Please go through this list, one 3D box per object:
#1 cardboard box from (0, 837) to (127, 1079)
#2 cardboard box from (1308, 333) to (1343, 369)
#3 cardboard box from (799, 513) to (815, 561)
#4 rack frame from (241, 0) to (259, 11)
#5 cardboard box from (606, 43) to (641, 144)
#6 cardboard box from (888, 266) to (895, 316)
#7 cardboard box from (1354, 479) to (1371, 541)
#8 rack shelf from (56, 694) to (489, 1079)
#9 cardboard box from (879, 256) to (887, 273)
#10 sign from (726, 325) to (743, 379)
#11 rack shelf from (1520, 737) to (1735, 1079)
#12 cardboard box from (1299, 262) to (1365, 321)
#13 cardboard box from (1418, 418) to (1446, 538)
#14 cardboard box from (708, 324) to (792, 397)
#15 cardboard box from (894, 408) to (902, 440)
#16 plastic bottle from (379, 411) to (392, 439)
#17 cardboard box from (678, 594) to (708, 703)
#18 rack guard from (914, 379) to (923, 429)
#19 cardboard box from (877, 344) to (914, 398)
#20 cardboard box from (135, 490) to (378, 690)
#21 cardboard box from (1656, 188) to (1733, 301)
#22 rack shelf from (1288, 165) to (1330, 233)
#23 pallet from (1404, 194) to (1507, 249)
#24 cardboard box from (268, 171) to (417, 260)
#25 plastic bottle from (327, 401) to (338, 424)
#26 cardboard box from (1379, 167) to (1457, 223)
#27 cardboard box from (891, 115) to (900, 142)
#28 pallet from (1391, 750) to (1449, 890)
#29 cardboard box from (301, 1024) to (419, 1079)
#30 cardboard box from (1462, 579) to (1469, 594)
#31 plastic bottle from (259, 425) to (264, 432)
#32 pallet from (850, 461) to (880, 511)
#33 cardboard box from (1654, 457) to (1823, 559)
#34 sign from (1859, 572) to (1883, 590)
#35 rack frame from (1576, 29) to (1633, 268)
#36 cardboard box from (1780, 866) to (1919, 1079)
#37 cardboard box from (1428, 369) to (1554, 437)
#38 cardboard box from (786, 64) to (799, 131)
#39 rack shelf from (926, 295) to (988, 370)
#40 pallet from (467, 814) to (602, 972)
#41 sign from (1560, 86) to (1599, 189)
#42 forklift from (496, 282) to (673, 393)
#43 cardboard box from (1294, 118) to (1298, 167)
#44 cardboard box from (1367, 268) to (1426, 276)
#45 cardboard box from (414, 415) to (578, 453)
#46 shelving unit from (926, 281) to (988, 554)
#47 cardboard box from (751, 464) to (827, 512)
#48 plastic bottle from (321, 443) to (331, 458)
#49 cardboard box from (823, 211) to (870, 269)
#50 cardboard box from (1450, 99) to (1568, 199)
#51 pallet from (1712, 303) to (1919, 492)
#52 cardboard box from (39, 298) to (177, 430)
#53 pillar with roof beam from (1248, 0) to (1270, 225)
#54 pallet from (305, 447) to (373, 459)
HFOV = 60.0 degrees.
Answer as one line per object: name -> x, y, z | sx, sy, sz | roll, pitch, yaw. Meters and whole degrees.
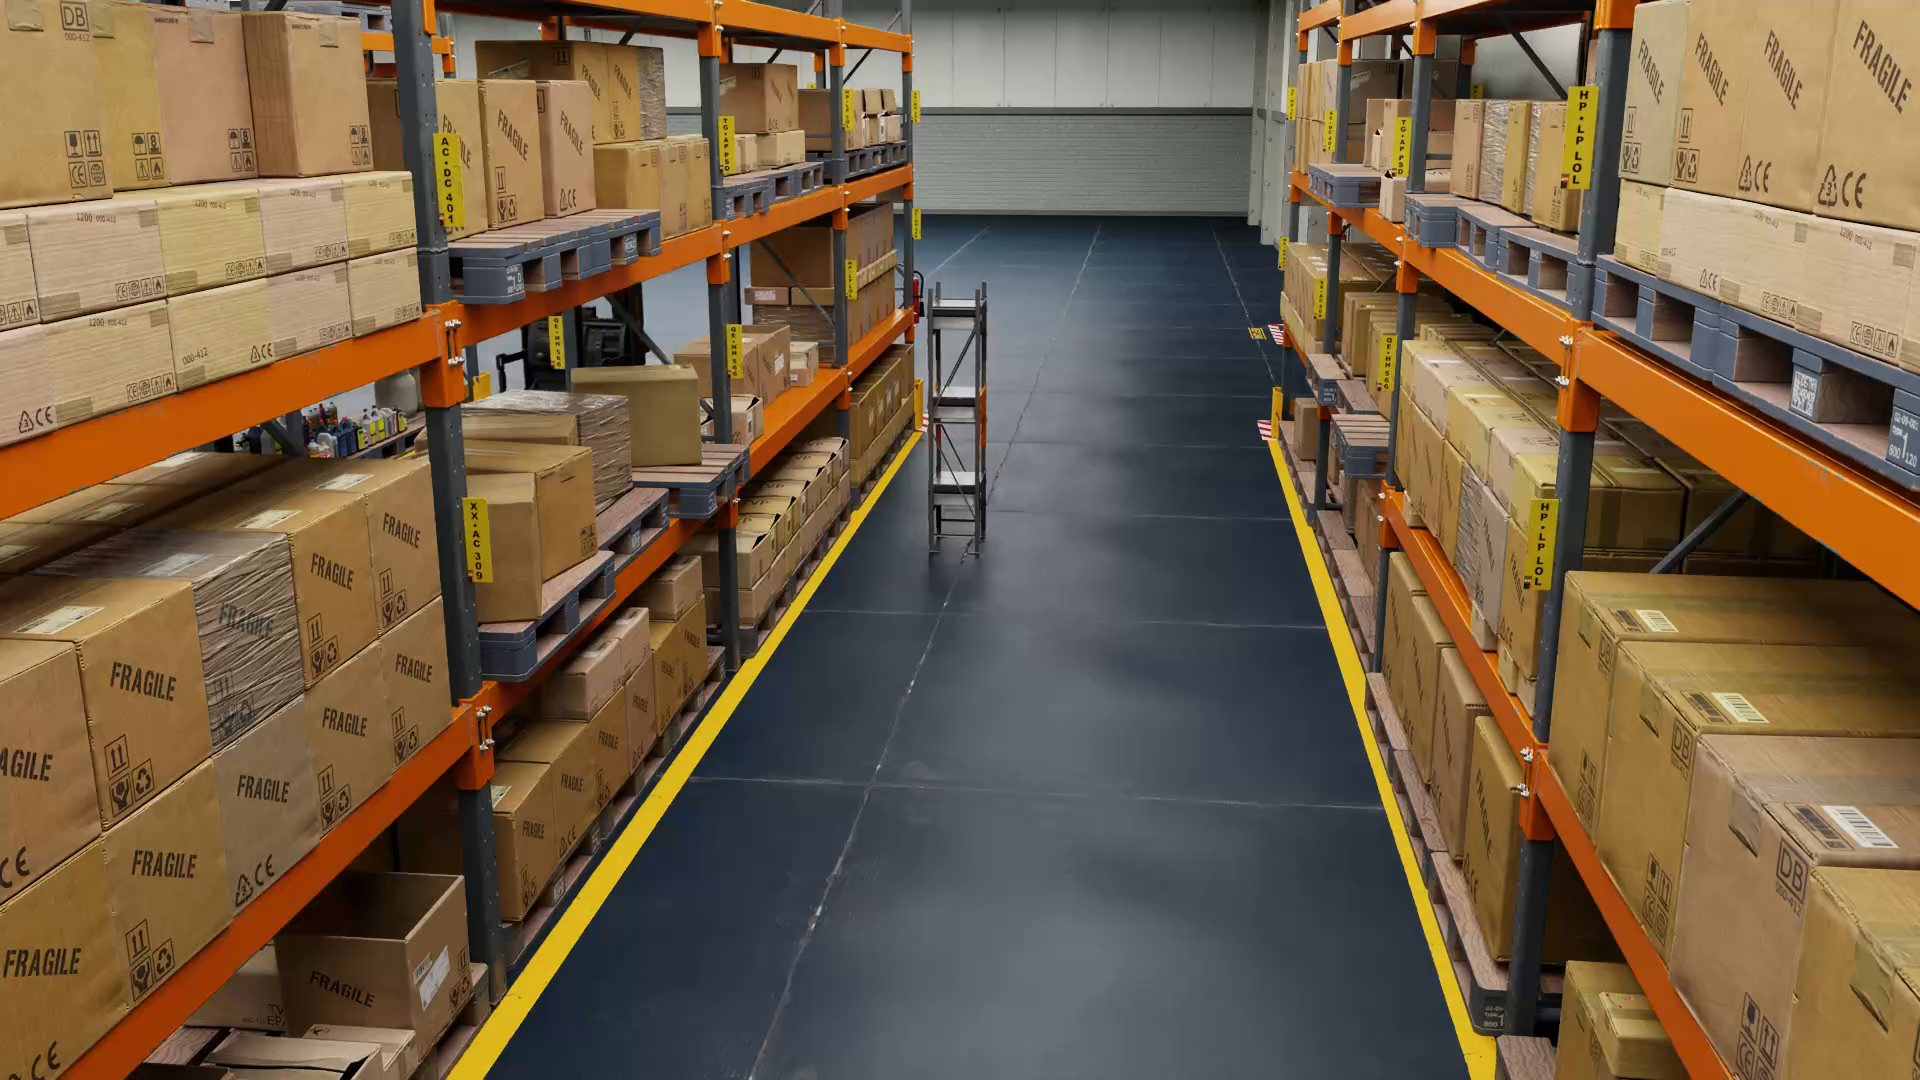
cardboard box -> -2.384, 1.023, 3.940 | 0.500, 0.500, 0.500 | 2, 15, 6
cardboard box -> 3.221, -1.593, 14.057 | 0.500, 0.250, 0.500 | 2, 15, 6
cardboard box -> -1.388, -0.033, 12.500 | 0.500, 0.250, 0.500 | 2, 15, 7
rack frame -> -6.375, -4.712, 13.849 | 1.000, 3.000, 0.127 | 2, 15, 6
cardboard box -> -2.018, -2.366, 8.810 | 0.500, 0.500, 0.500 | 2, 15, 6
cardboard box -> -1.068, -2.634, 17.466 | 0.700, 0.500, 0.500 | 2, 15, 6
cardboard box -> 3.393, -0.203, 12.613 | 0.700, 0.500, 0.500 | 1, 15, 5
rack shelf -> -2.582, 1.272, 4.591 | 1.077, 0.370, 4.000 | 2, 15, 6
cardboard box -> -0.944, -2.764, 16.703 | 0.380, 0.149, 0.250 | 2, 15, 7
sign -> -1.365, -1.139, 10.062 | 0.100, 0.325, 0.005 | 2, 15, 6
rack shelf -> 2.340, 1.416, 4.055 | 1.077, 0.370, 4.000 | 2, 15, 6
cardboard box -> 3.333, -2.215, 14.921 | 0.500, 0.500, 0.500 | 1, 15, 5
cardboard box -> 2.583, -0.306, 8.247 | 0.500, 0.500, 0.500 | 2, 15, 6
cardboard box -> -1.616, -1.382, 12.836 | 0.500, 0.500, 0.500 | 3, 15, 10
cardboard box -> -0.869, -1.175, 16.723 | 0.500, 0.250, 0.500 | 2, 15, 6
plastic bottle -> -5.767, -1.161, 16.586 | 0.152, 0.276, 0.135 | 1, 15, 5
cardboard box -> -1.778, 0.612, 9.599 | 0.500, 0.500, 0.500 | 2, 15, 8
rack guard -> -1.000, -1.506, 18.275 | 1.175, 0.500, 0.348 | 2, 15, 6
cardboard box -> -0.768, -1.796, 17.585 | 0.500, 0.500, 0.500 | 2, 15, 6
cardboard box -> -2.212, 0.146, 5.267 | 0.500, 0.500, 0.500 | 1, 15, 5
cardboard box -> 2.154, -0.773, 4.319 | 0.500, 0.250, 0.500 | 1, 15, 5
rack shelf -> 3.694, -3.144, 15.174 | 1.077, 0.370, 4.000 | 2, 15, 6
pallet -> 2.997, -1.675, 8.726 | 1.213, 0.211, 1.003 | 2, 15, 9
cardboard box -> -2.142, -1.077, 5.483 | 0.500, 0.250, 0.500 | 2, 15, 6
plastic bottle -> -6.438, -1.288, 17.063 | 0.097, 0.271, 0.097 | 0, 15, 0
cardboard box -> 2.830, -2.096, 10.054 | 0.500, 0.311, 0.500 | 2, 15, 6
cardboard box -> -0.871, -4.046, 16.348 | 0.500, 0.250, 0.500 | 2, 15, 6
pallet -> 2.713, 1.377, 8.166 | 1.003, 0.211, 1.213 | 2, 15, 6
cardboard box -> -2.122, 1.825, 5.787 | 0.380, 0.149, 0.250 | 2, 15, 6
cardboard box -> 2.551, 0.169, 7.732 | 0.380, 0.149, 0.250 | 2, 15, 8
plastic bottle -> -6.567, -0.975, 15.754 | 0.144, 0.351, 0.185 | 1, 15, 3
pallet -> -1.323, -0.528, 15.211 | 1.003, 0.211, 1.213 | 2, 15, 6
cardboard box -> 2.876, -0.125, 6.140 | 0.500, 0.250, 0.500 | 2, 15, 8
sign -> 3.117, 0.110, 5.697 | 0.100, 0.325, 0.005 | 2, 15, 6
rack frame -> 2.566, -2.346, 5.097 | 1.000, 3.000, 0.127 | 2, 15, 6
cardboard box -> 2.233, 1.122, 3.193 | 0.980, 0.700, 0.700 | 2, 15, 6
cardboard box -> 2.597, -0.671, 8.161 | 0.500, 0.250, 0.500 | 2, 15, 7
cardboard box -> -1.563, -3.451, 12.977 | 0.500, 0.500, 0.500 | 2, 15, 7
rack shelf -> -0.019, -1.633, 13.050 | 0.431, 0.518, 0.480 | 2, 15, 6
pallet -> -2.303, 1.540, 7.564 | 1.003, 0.211, 1.213 | 2, 15, 6
sign -> 2.025, -1.312, 5.429 | 0.100, 0.325, 0.005 | 2, 15, 6
forklift -> -3.438, -1.748, 14.510 | 1.130, 2.935, 3.031 | 4, 16, 14
cardboard box -> 3.634, -3.988, 16.689 | 0.500, 0.500, 0.500 | 2, 15, 8
cardboard box -> 3.791, -2.073, 14.396 | 0.500, 0.500, 0.500 | 2, 15, 6
cardboard box -> -2.219, -0.305, 8.049 | 0.700, 0.500, 0.500 | -2, 15, -8
shelving unit -> -0.019, -0.971, 13.229 | 0.431, 2.100, 0.503 | 2, 15, 6
cardboard box -> -1.326, -0.437, 12.922 | 0.500, 0.311, 0.500 | 2, 15, 6
plastic bottle -> -5.881, -0.800, 15.393 | 0.097, 0.201, 0.097 | 0, 15, 0
cardboard box -> -1.240, -2.850, 15.777 | 0.700, 0.500, 0.500 | 2, 15, 6
cardboard box -> 3.020, -2.071, 8.792 | 0.700, 0.500, 0.500 | 1, 15, 2
pallet -> 2.323, -0.327, 3.549 | 1.003, 0.211, 1.213 | 2, 15, 6
cardboard box -> -2.323, -0.447, 4.110 | 0.500, 0.250, 0.500 | 2, 15, 6
pillar with roof beam -> 3.808, -13.158, 45.085 | 9.100, 9.000, 0.400 | 2, 15, 6
pallet -> -6.258, -0.643, 15.636 | 1.003, 0.211, 1.213 | 2, 15, 6
